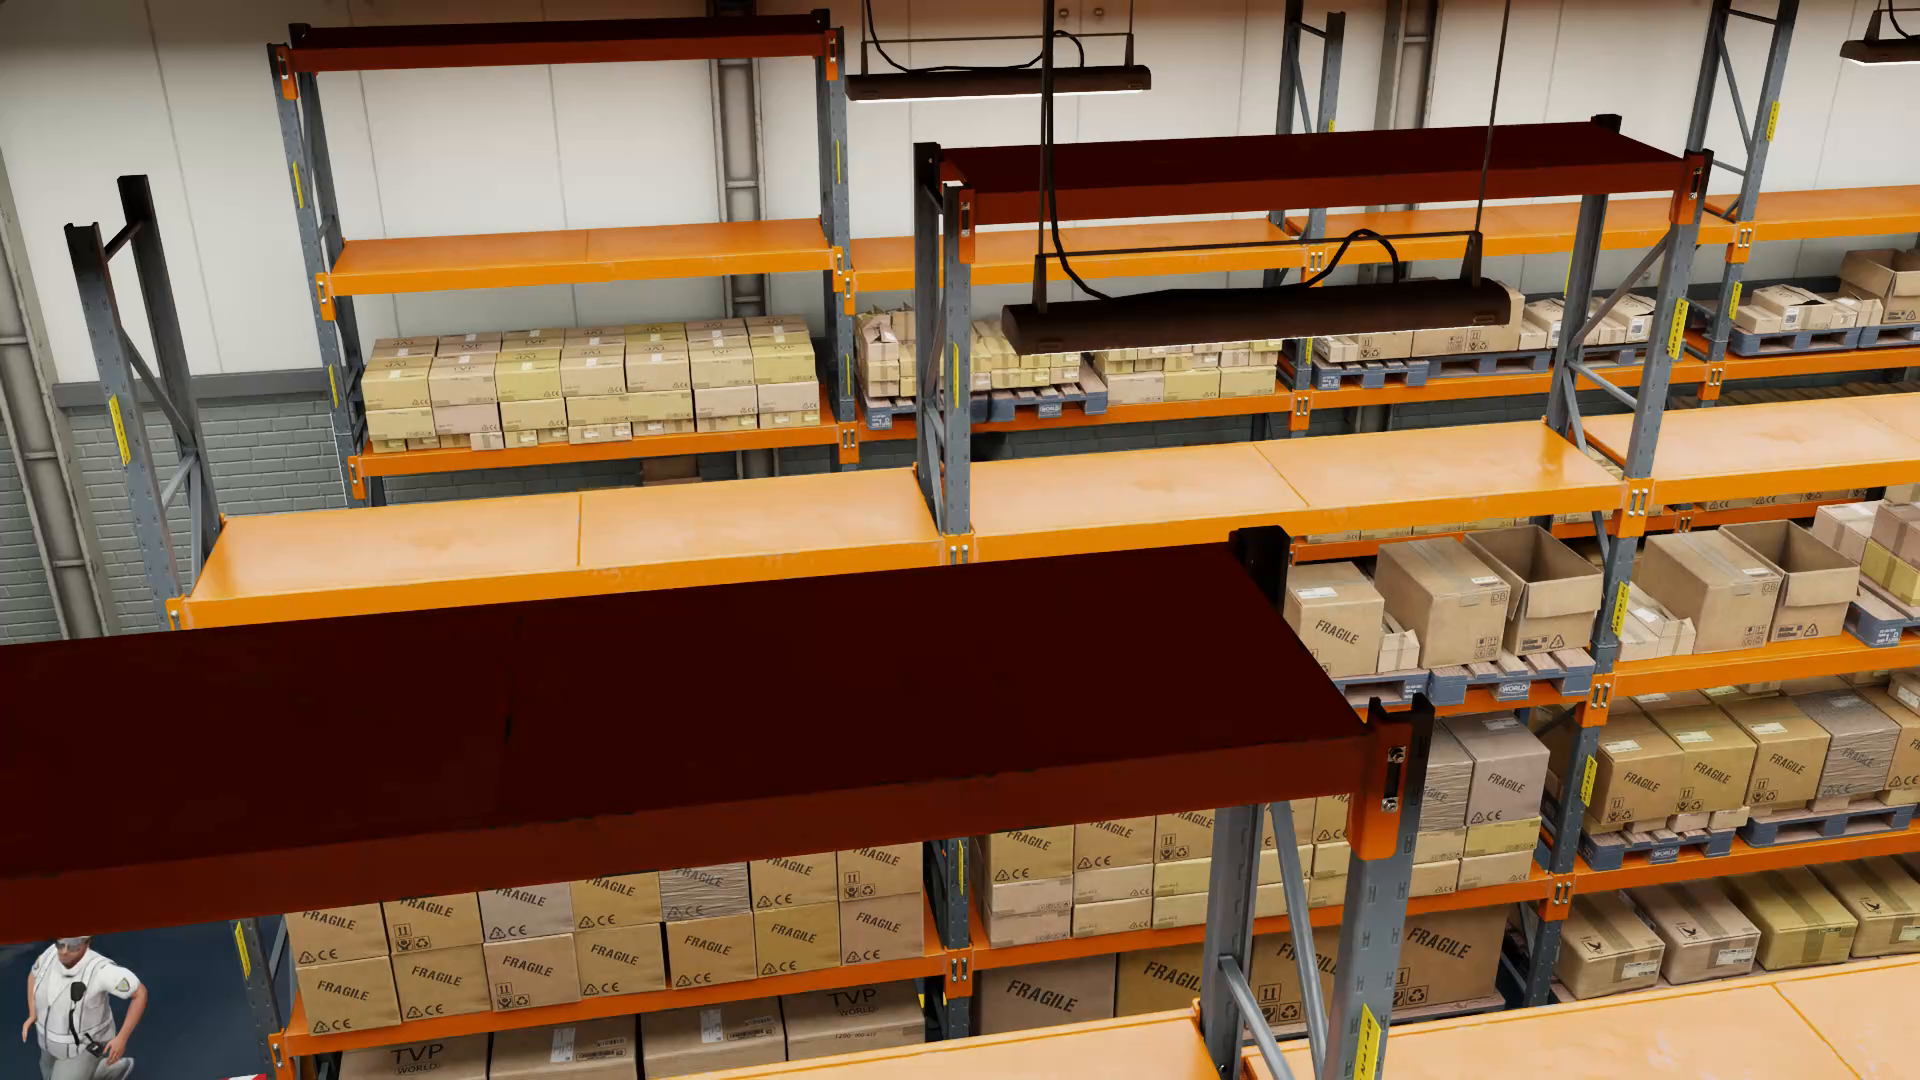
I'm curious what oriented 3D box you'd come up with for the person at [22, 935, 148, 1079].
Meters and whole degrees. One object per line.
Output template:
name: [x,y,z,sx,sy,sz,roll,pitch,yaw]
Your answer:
person: [-5.368,3.028,10.035,0.722,1.715,0.897,14,29,26]
